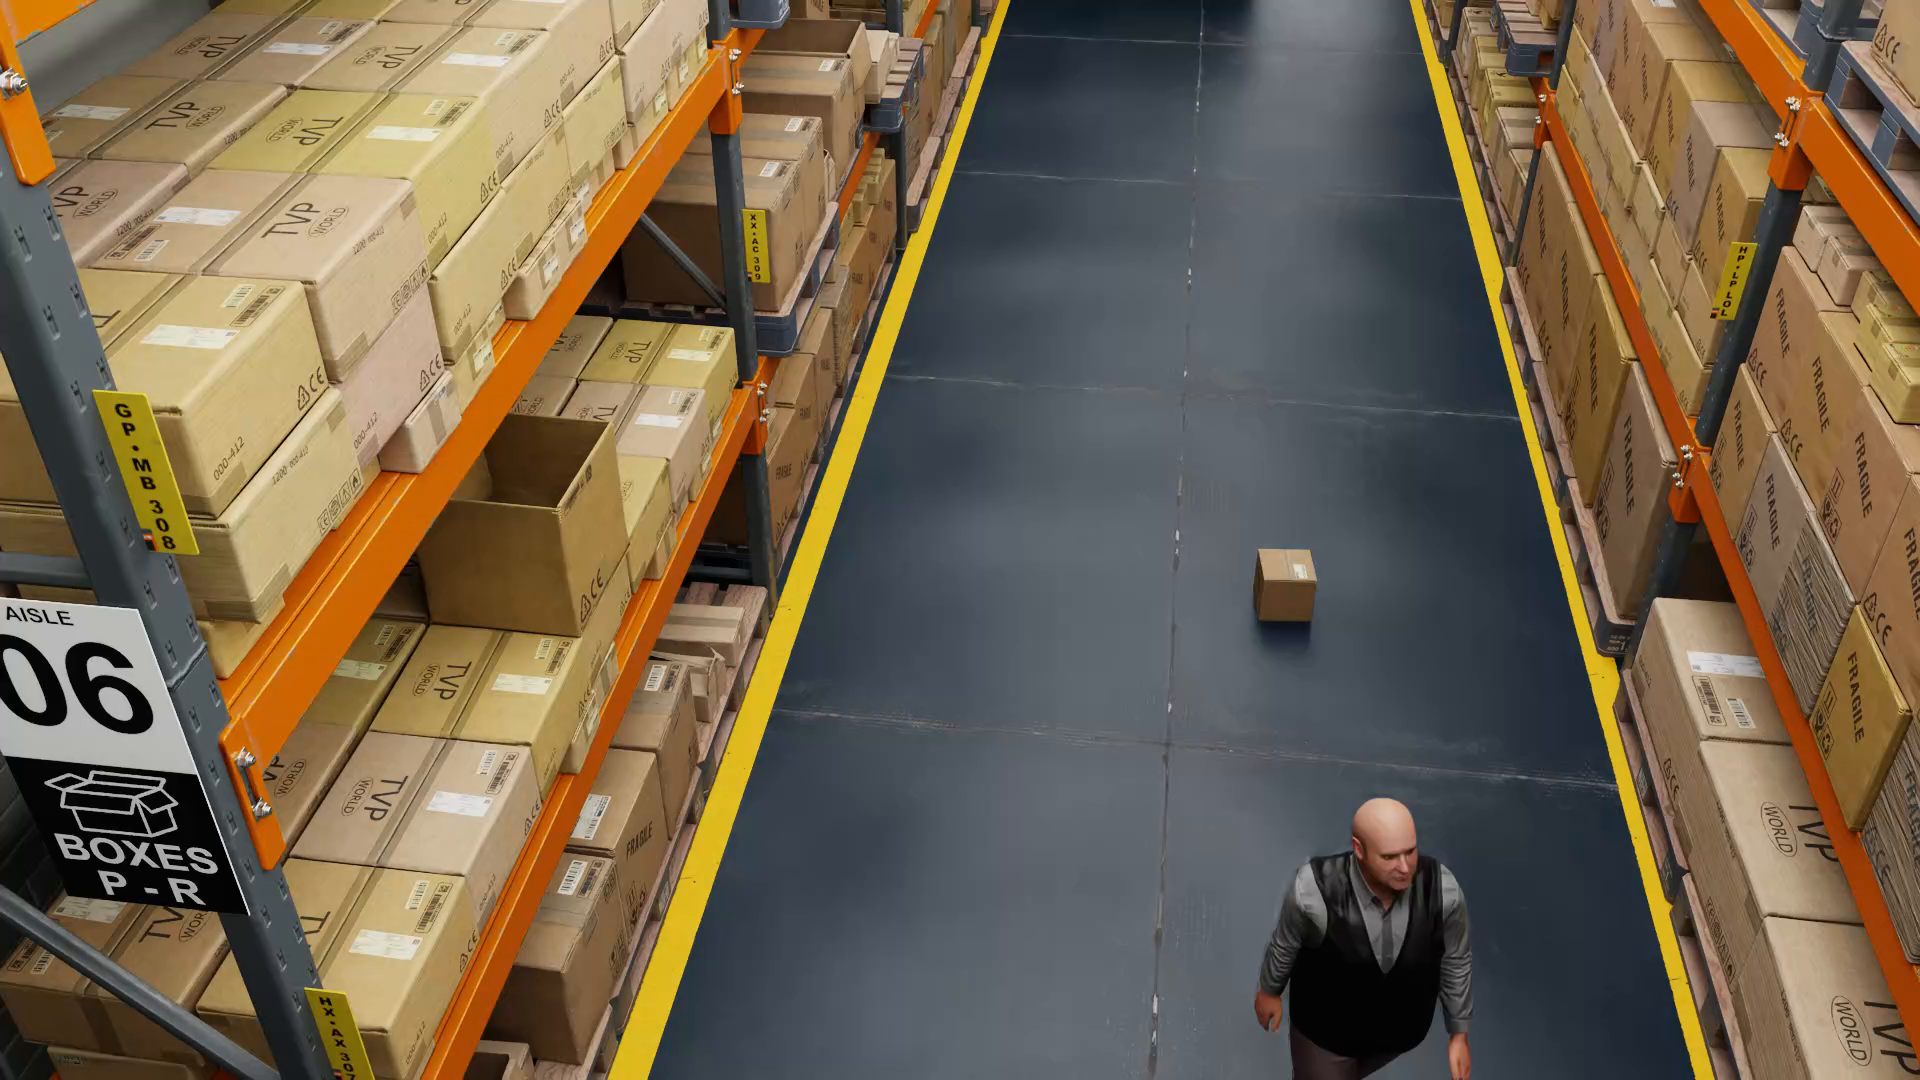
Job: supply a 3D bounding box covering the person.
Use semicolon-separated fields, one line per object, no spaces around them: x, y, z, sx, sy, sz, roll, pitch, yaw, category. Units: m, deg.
1.234;1.492;4.977;0.575;1.670;0.978;-5;36;-6;person
